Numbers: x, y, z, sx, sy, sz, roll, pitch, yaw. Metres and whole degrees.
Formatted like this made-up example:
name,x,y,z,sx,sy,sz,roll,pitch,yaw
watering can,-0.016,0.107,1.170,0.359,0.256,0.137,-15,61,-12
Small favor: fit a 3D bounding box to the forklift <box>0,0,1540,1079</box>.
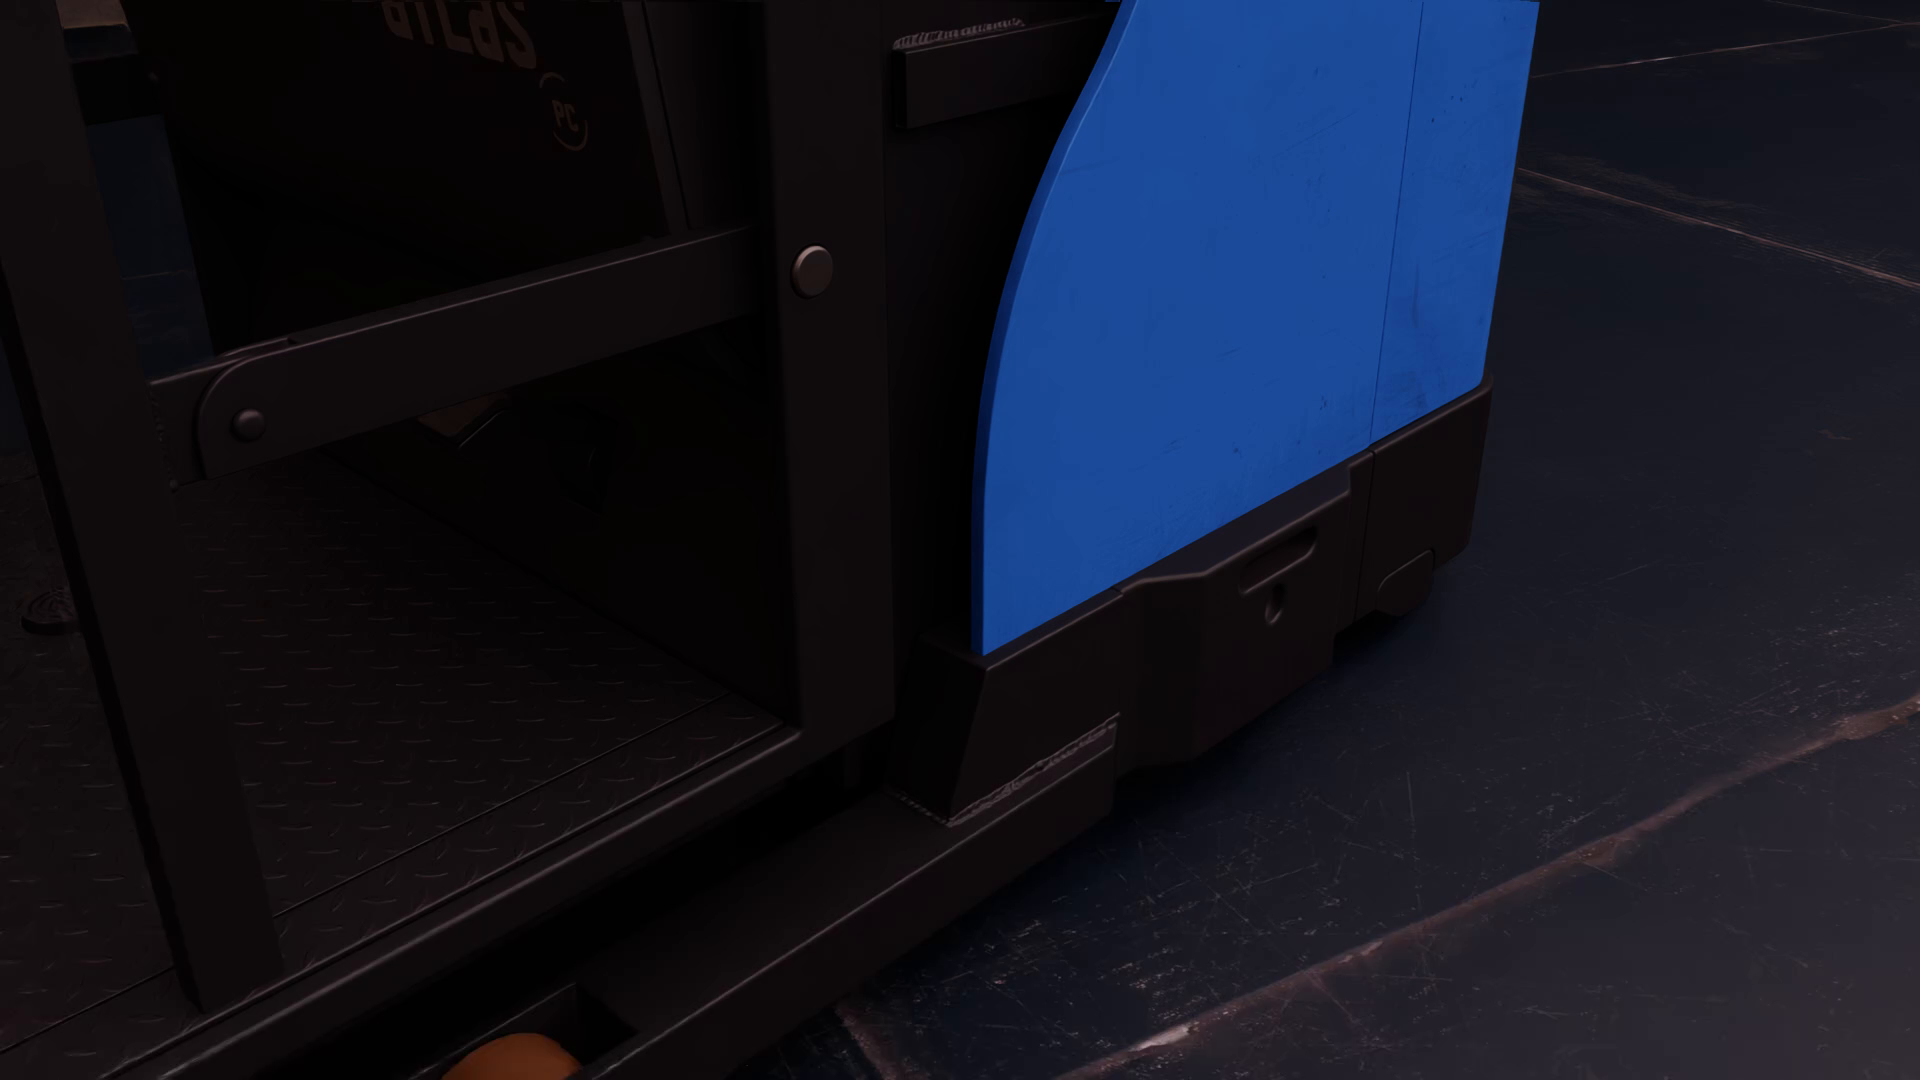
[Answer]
name,x,y,z,sx,sy,sz,roll,pitch,yaw
forklift,-0.661,-0.930,1.093,1.130,2.935,3.031,23,35,38
